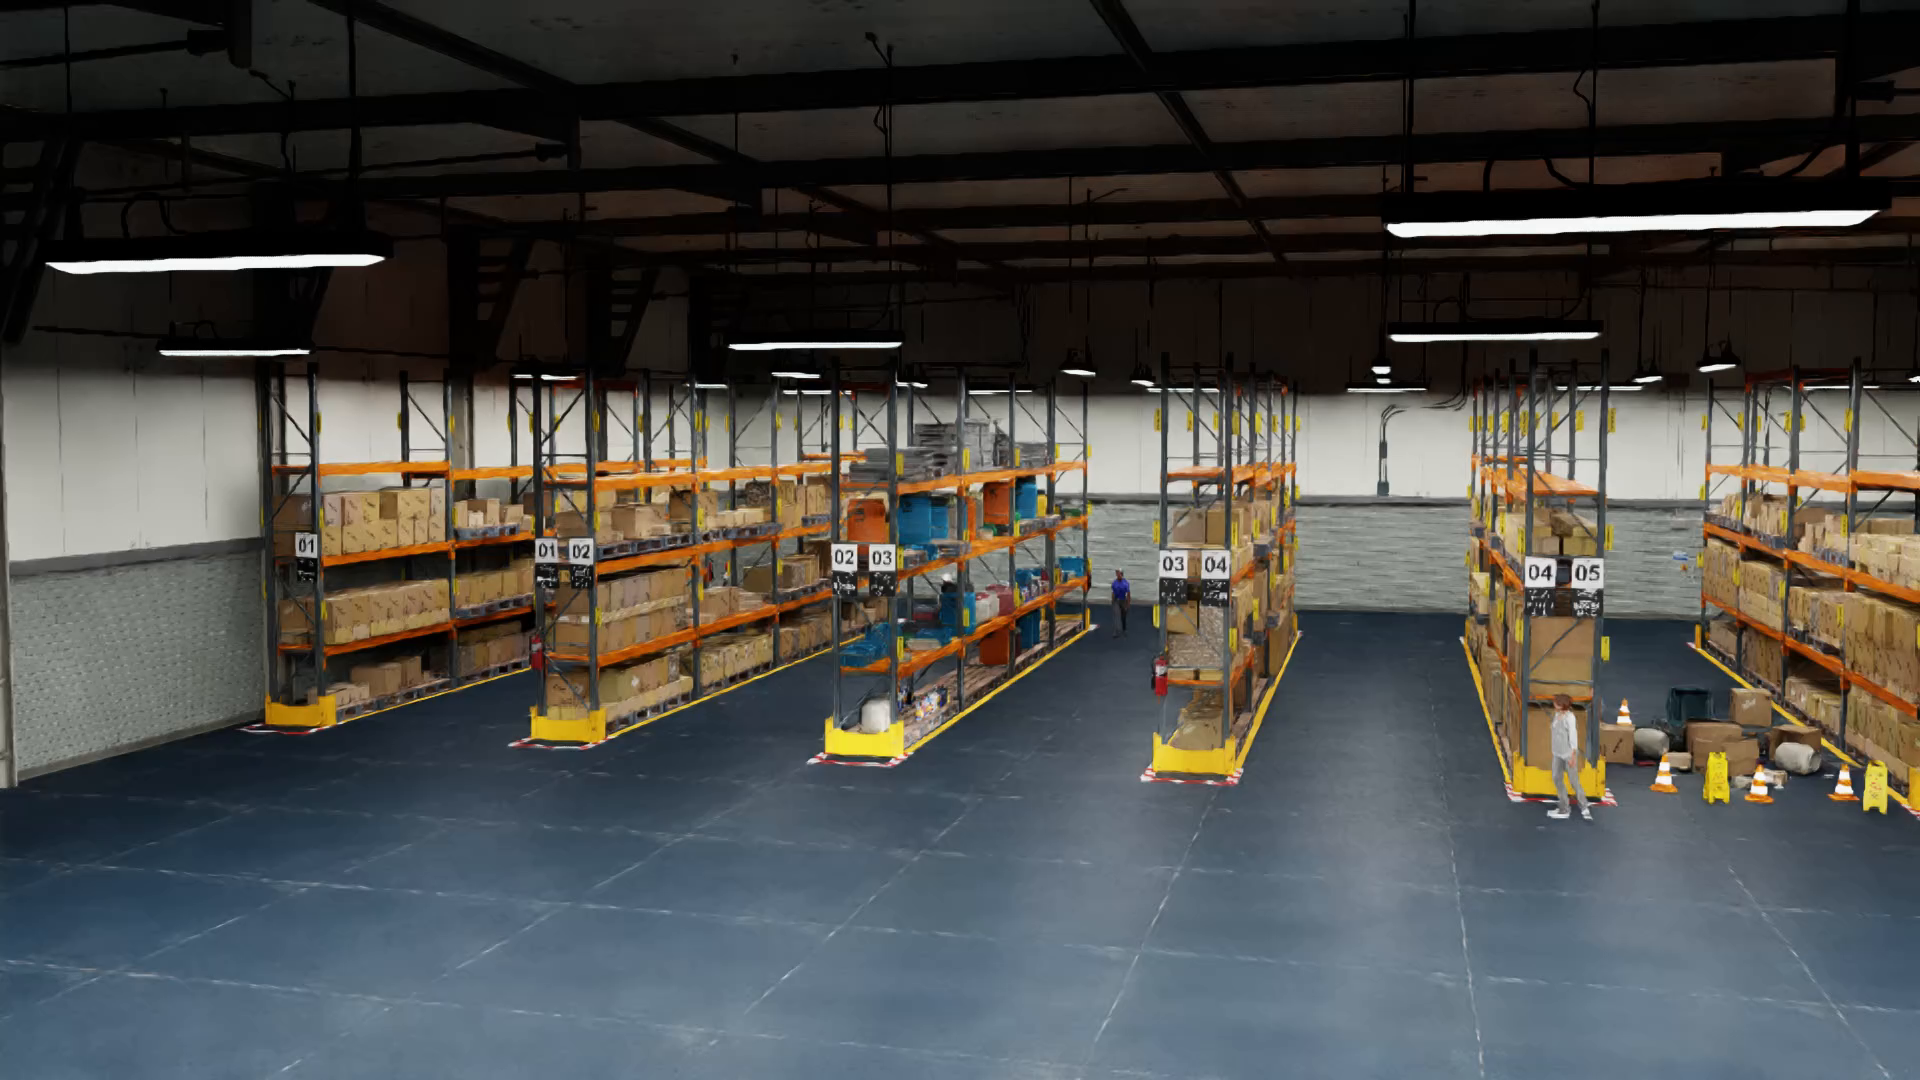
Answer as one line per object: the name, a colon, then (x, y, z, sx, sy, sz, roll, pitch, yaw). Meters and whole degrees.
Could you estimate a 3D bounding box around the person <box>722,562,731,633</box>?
person: (-5.289, 1.386, 38.428, 0.468, 1.794, 0.625, -1, 4, -11)

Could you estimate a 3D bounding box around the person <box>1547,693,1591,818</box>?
person: (7.751, 2.733, 21.104, 0.485, 1.590, 0.515, -1, 4, -10)

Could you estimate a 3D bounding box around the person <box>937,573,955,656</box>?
person: (-0.297, 1.586, 35.823, 0.587, 1.768, 0.639, 3, 5, 34)

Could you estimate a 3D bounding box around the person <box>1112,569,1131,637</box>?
person: (3.770, 1.462, 38.895, 0.456, 1.596, 0.998, 1, 4, 13)
